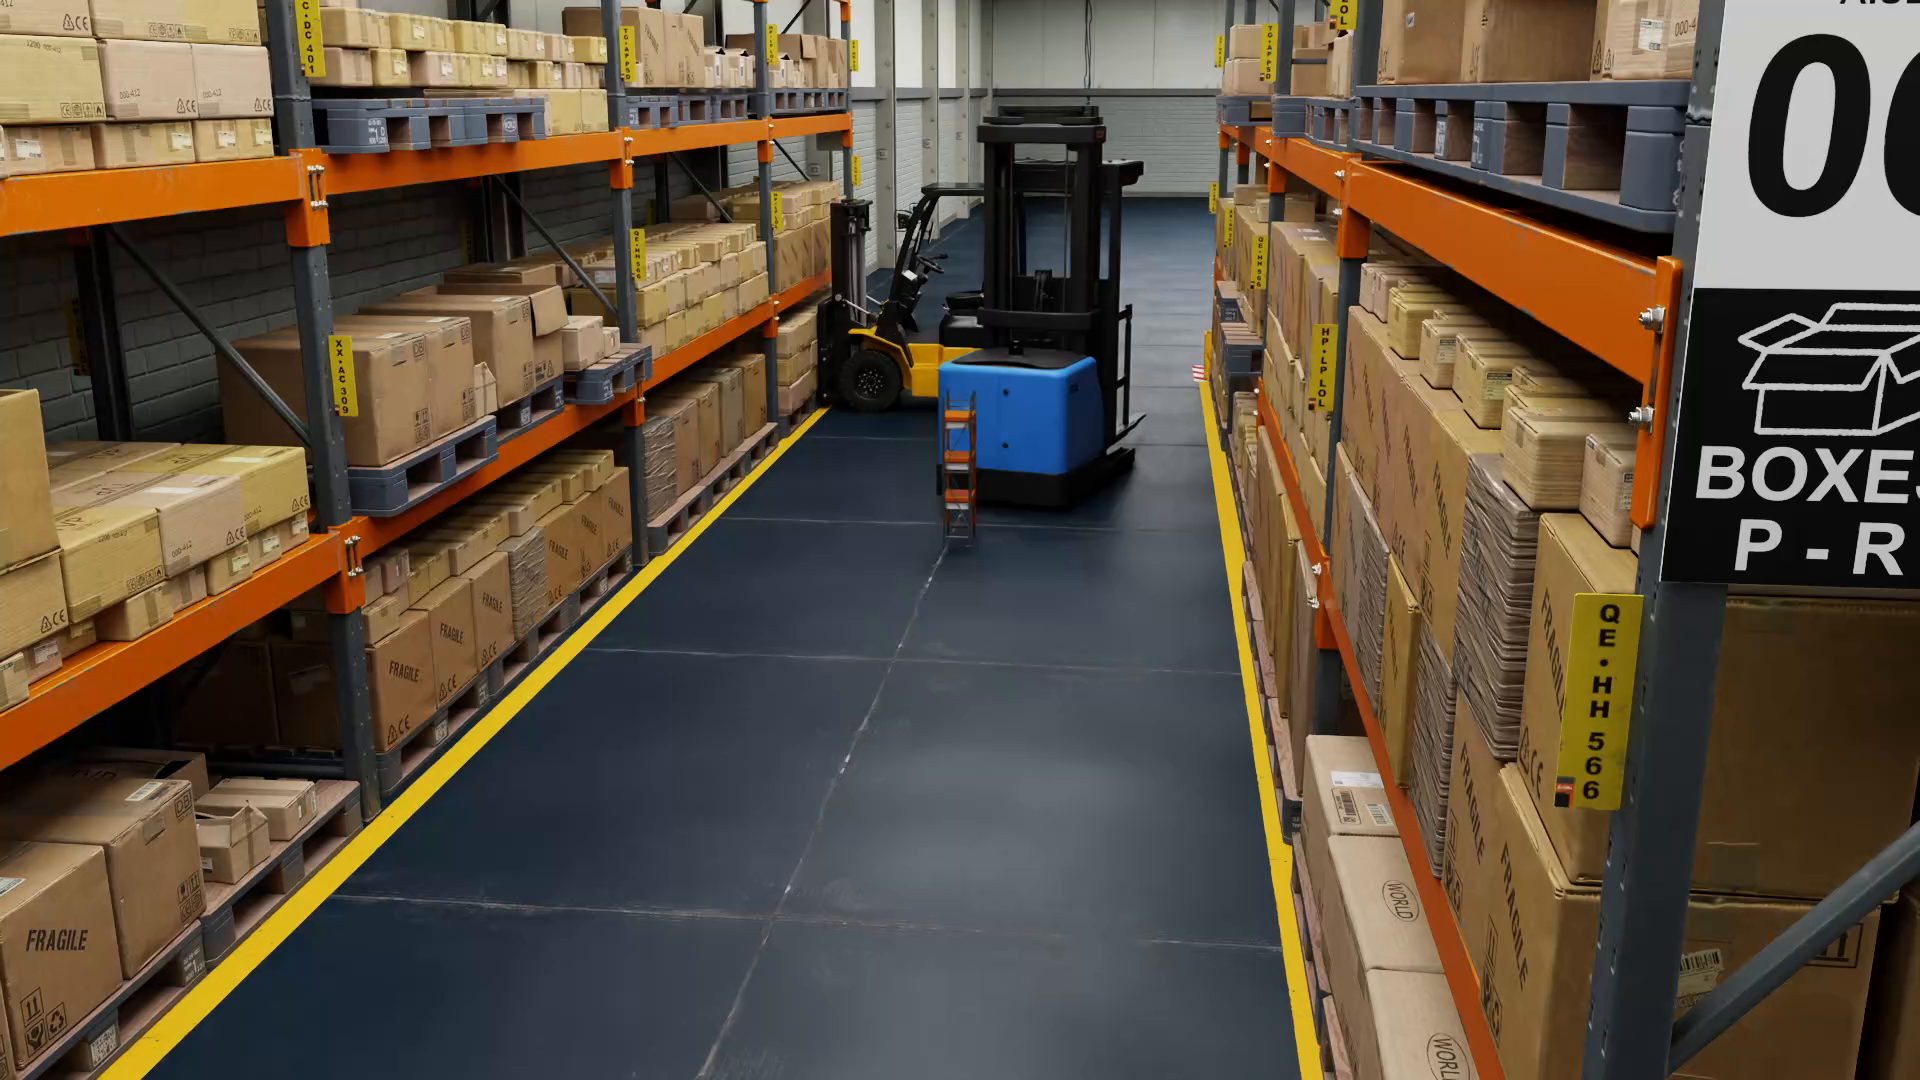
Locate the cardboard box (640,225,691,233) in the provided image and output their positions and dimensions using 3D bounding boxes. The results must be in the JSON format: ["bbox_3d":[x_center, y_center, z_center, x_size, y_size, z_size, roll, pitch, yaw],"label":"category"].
[{"bbox_3d":[-2.460,-2.539,13.872,0.380,0.149,0.250,1,15,4],"label":"cardboard box"}]

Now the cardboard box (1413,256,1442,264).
[{"bbox_3d":[2.329,-1.010,7.544,0.500,0.500,0.500,1,15,5],"label":"cardboard box"}]

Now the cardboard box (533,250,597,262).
[{"bbox_3d":[-2.774,-1.947,11.683,0.380,0.149,0.250,1,15,5],"label":"cardboard box"}]

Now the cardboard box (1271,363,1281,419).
[{"bbox_3d":[2.010,-0.823,9.245,0.500,0.250,0.500,1,15,5],"label":"cardboard box"}]

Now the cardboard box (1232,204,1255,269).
[{"bbox_3d":[2.470,-2.467,13.473,0.500,0.500,0.500,2,15,8],"label":"cardboard box"}]

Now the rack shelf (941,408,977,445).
[{"bbox_3d":[-0.006,-0.757,11.402,0.215,0.259,0.240,2,15,6],"label":"rack shelf"}]

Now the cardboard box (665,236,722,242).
[{"bbox_3d":[-2.058,-2.265,12.857,0.380,0.149,0.250,2,15,7],"label":"cardboard box"}]

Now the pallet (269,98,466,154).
[{"bbox_3d":[-2.884,-1.780,7.113,1.213,0.211,1.003,2,15,6],"label":"pallet"}]

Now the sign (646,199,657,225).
[{"bbox_3d":[-2.677,-2.803,14.471,0.100,0.325,0.005,2,15,6],"label":"sign"}]

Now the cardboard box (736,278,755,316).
[{"bbox_3d":[-1.973,-1.989,13.560,0.500,0.250,0.500,2,15,6],"label":"cardboard box"}]

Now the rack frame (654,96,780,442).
[{"bbox_3d":[-2.125,-2.331,14.535,1.000,3.000,0.127,2,15,6],"label":"rack frame"}]

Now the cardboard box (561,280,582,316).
[{"bbox_3d":[-2.802,-1.587,11.114,0.500,0.250,0.500,2,15,8],"label":"cardboard box"}]

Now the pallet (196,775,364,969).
[{"bbox_3d":[-3.106,1.268,6.567,1.003,0.211,1.213,2,15,6],"label":"pallet"}]

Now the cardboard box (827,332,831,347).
[{"bbox_3d":[-1.583,-1.956,16.653,0.500,0.250,0.500,2,15,6],"label":"cardboard box"}]

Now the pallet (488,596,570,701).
[{"bbox_3d":[-2.838,0.561,9.184,1.003,0.211,1.213,2,15,6],"label":"pallet"}]

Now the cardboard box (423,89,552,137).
[{"bbox_3d":[-2.505,-2.269,8.846,0.500,0.250,0.500,2,15,6],"label":"cardboard box"}]

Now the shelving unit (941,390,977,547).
[{"bbox_3d":[-0.006,-0.493,11.474,0.215,1.050,0.252,2,15,6],"label":"shelving unit"}]

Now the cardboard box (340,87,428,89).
[{"bbox_3d":[-3.027,-2.445,8.733,0.380,0.149,0.250,1,15,5],"label":"cardboard box"}]

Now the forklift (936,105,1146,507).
[{"bbox_3d":[0.821,-2.005,13.462,1.130,2.935,3.031,6,16,20],"label":"forklift"}]

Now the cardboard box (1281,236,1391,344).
[{"bbox_3d":[1.937,-1.296,8.600,0.500,0.500,0.500,2,15,8],"label":"cardboard box"}]

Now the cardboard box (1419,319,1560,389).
[{"bbox_3d":[1.421,-0.486,4.363,0.380,0.149,0.250,2,15,6],"label":"cardboard box"}]

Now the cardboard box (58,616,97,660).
[{"bbox_3d":[-3.024,0.290,5.325,0.380,0.149,0.250,2,15,7],"label":"cardboard box"}]

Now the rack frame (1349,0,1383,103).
[{"bbox_3d":[1.905,-3.007,5.542,1.000,3.000,0.127,2,15,6],"label":"rack frame"}]

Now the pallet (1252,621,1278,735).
[{"bbox_3d":[2.052,0.716,8.611,1.003,0.211,1.213,2,15,6],"label":"pallet"}]

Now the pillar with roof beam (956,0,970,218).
[{"bbox_3d":[4.338,-12.208,39.570,9.100,9.000,0.400,2,15,6],"label":"pillar with roof beam"}]

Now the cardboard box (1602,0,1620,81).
[{"bbox_3d":[1.672,-1.116,3.471,0.500,0.311,0.500,2,15,7],"label":"cardboard box"}]

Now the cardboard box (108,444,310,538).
[{"bbox_3d":[-2.843,-0.188,6.328,0.500,0.250,0.500,2,15,8],"label":"cardboard box"}]

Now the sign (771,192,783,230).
[{"bbox_3d":[-1.585,-2.838,14.345,0.100,0.325,0.005,2,15,6],"label":"sign"}]

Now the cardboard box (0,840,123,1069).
[{"bbox_3d":[-3.022,1.275,5.185,0.500,0.500,0.500,2,15,7],"label":"cardboard box"}]

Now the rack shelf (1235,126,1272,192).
[{"bbox_3d":[2.582,-2.768,11.782,1.077,0.370,4.000,2,15,6],"label":"rack shelf"}]

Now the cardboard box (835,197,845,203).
[{"bbox_3d":[-1.434,-3.564,17.663,0.380,0.149,0.250,2,15,7],"label":"cardboard box"}]

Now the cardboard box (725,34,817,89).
[{"bbox_3d":[-1.800,-4.582,15.919,0.797,0.503,0.637,2,15,8],"label":"cardboard box"}]

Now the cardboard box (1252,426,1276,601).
[{"bbox_3d":[2.196,-0.148,9.731,0.875,0.875,0.875,2,15,6],"label":"cardboard box"}]

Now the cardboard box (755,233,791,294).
[{"bbox_3d":[-1.815,-2.486,14.919,0.500,0.500,0.500,1,15,5],"label":"cardboard box"}]

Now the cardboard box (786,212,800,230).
[{"bbox_3d":[-1.697,-2.965,15.445,0.380,0.149,0.250,2,15,7],"label":"cardboard box"}]

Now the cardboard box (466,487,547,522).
[{"bbox_3d":[-2.556,-0.196,9.384,0.380,0.149,0.250,1,15,5],"label":"cardboard box"}]

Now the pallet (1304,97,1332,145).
[{"bbox_3d":[2.213,-2.046,8.098,1.003,0.211,1.213,2,15,9],"label":"pallet"}]

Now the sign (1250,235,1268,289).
[{"bbox_3d":[1.816,-1.682,10.071,0.100,0.325,0.005,2,15,6],"label":"sign"}]

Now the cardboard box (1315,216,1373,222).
[{"bbox_3d":[2.806,-2.055,11.951,0.500,0.500,0.500,1,15,4],"label":"cardboard box"}]

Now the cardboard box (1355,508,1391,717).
[{"bbox_3d":[1.468,0.214,4.932,0.500,0.500,0.500,2,15,7],"label":"cardboard box"}]

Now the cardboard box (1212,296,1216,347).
[{"bbox_3d":[2.891,-2.253,17.275,0.500,0.500,0.500,1,15,4],"label":"cardboard box"}]

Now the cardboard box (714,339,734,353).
[{"bbox_3d":[-2.262,-1.822,15.202,0.500,0.250,0.500,2,15,7],"label":"cardboard box"}]

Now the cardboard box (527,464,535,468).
[{"bbox_3d":[-2.902,-0.188,10.596,0.500,0.500,0.500,2,15,8],"label":"cardboard box"}]

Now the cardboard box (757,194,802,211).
[{"bbox_3d":[-1.701,-3.178,15.666,0.380,0.149,0.250,1,15,5],"label":"cardboard box"}]

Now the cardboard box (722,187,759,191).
[{"bbox_3d":[-2.178,-3.459,16.702,0.380,0.149,0.250,1,15,5],"label":"cardboard box"}]

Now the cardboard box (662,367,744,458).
[{"bbox_3d":[-2.268,-1.050,13.545,0.875,0.625,0.625,2,15,6],"label":"cardboard box"}]

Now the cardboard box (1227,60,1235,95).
[{"bbox_3d":[2.287,-3.493,12.568,0.500,0.250,0.500,1,15,6],"label":"cardboard box"}]

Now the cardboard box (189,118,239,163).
[{"bbox_3d":[-2.806,-1.417,5.892,0.380,0.149,0.250,2,15,6],"label":"cardboard box"}]

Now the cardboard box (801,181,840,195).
[{"bbox_3d":[-1.505,-3.774,17.869,0.380,0.149,0.250,2,15,6],"label":"cardboard box"}]

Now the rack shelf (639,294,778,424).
[{"bbox_3d":[-2.351,-1.465,12.711,1.077,0.370,4.000,2,15,6],"label":"rack shelf"}]

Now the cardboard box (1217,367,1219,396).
[{"bbox_3d":[2.719,-1.492,15.898,0.500,0.250,0.500,2,15,7],"label":"cardboard box"}]

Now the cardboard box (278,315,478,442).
[{"bbox_3d":[-2.692,-0.760,7.730,0.700,0.500,0.500,2,15,7],"label":"cardboard box"}]

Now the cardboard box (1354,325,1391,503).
[{"bbox_3d":[1.547,-0.394,5.267,0.500,0.500,0.500,1,15,6],"label":"cardboard box"}]

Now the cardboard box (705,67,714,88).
[{"bbox_3d":[-2.034,-3.414,12.281,0.380,0.149,0.250,2,15,6],"label":"cardboard box"}]

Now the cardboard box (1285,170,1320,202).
[{"bbox_3d":[3.073,-2.968,14.214,0.700,0.500,0.500,2,15,6],"label":"cardboard box"}]

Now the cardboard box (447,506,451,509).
[{"bbox_3d":[-3.038,-0.139,9.173,0.380,0.149,0.250,2,15,7],"label":"cardboard box"}]
